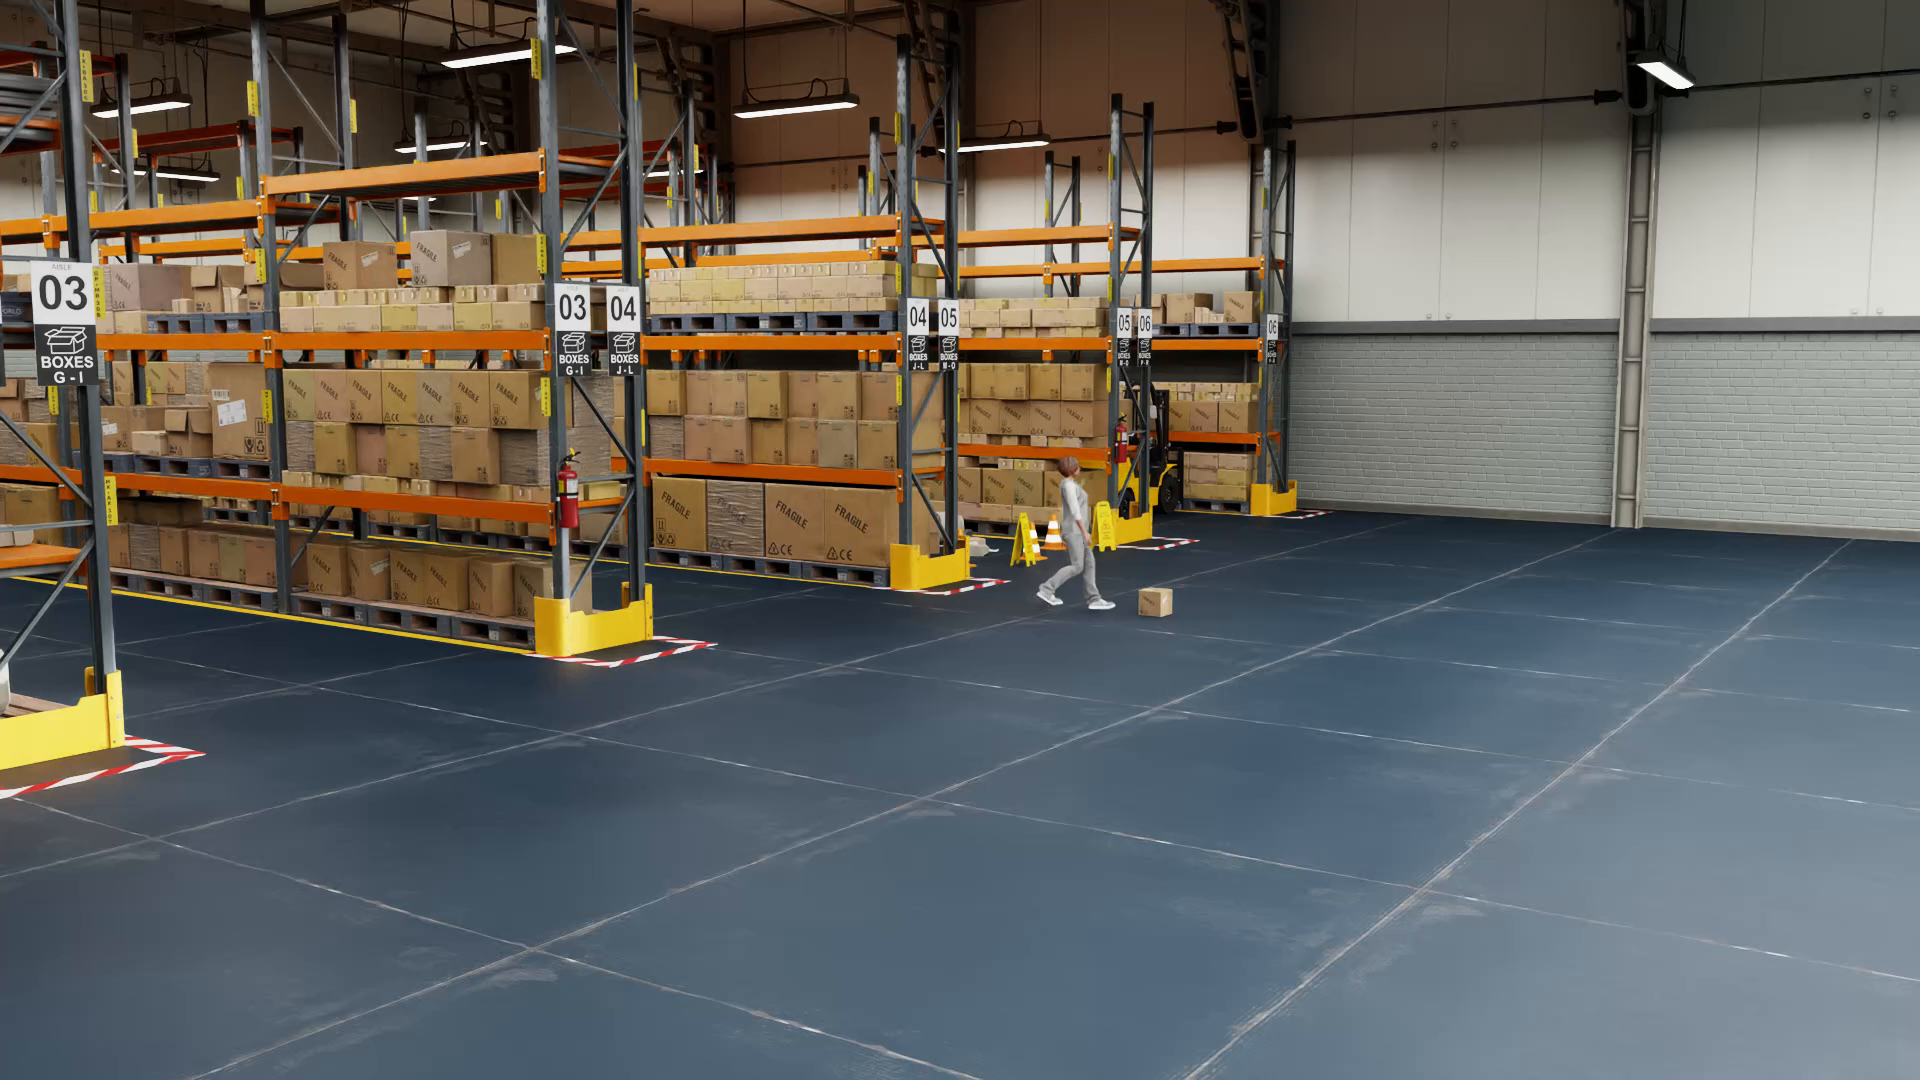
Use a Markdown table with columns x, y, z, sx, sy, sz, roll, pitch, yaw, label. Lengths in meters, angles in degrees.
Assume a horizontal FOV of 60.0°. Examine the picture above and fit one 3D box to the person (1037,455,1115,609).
| x | y | z | sx | sy | sz | roll | pitch | yaw | label |
| --- | --- | --- | --- | --- | --- | --- | --- | --- | --- |
| 1.184 | -0.070 | 16.731 | 0.777 | 1.564 | 0.411 | 0 | 7 | 3 | person |
